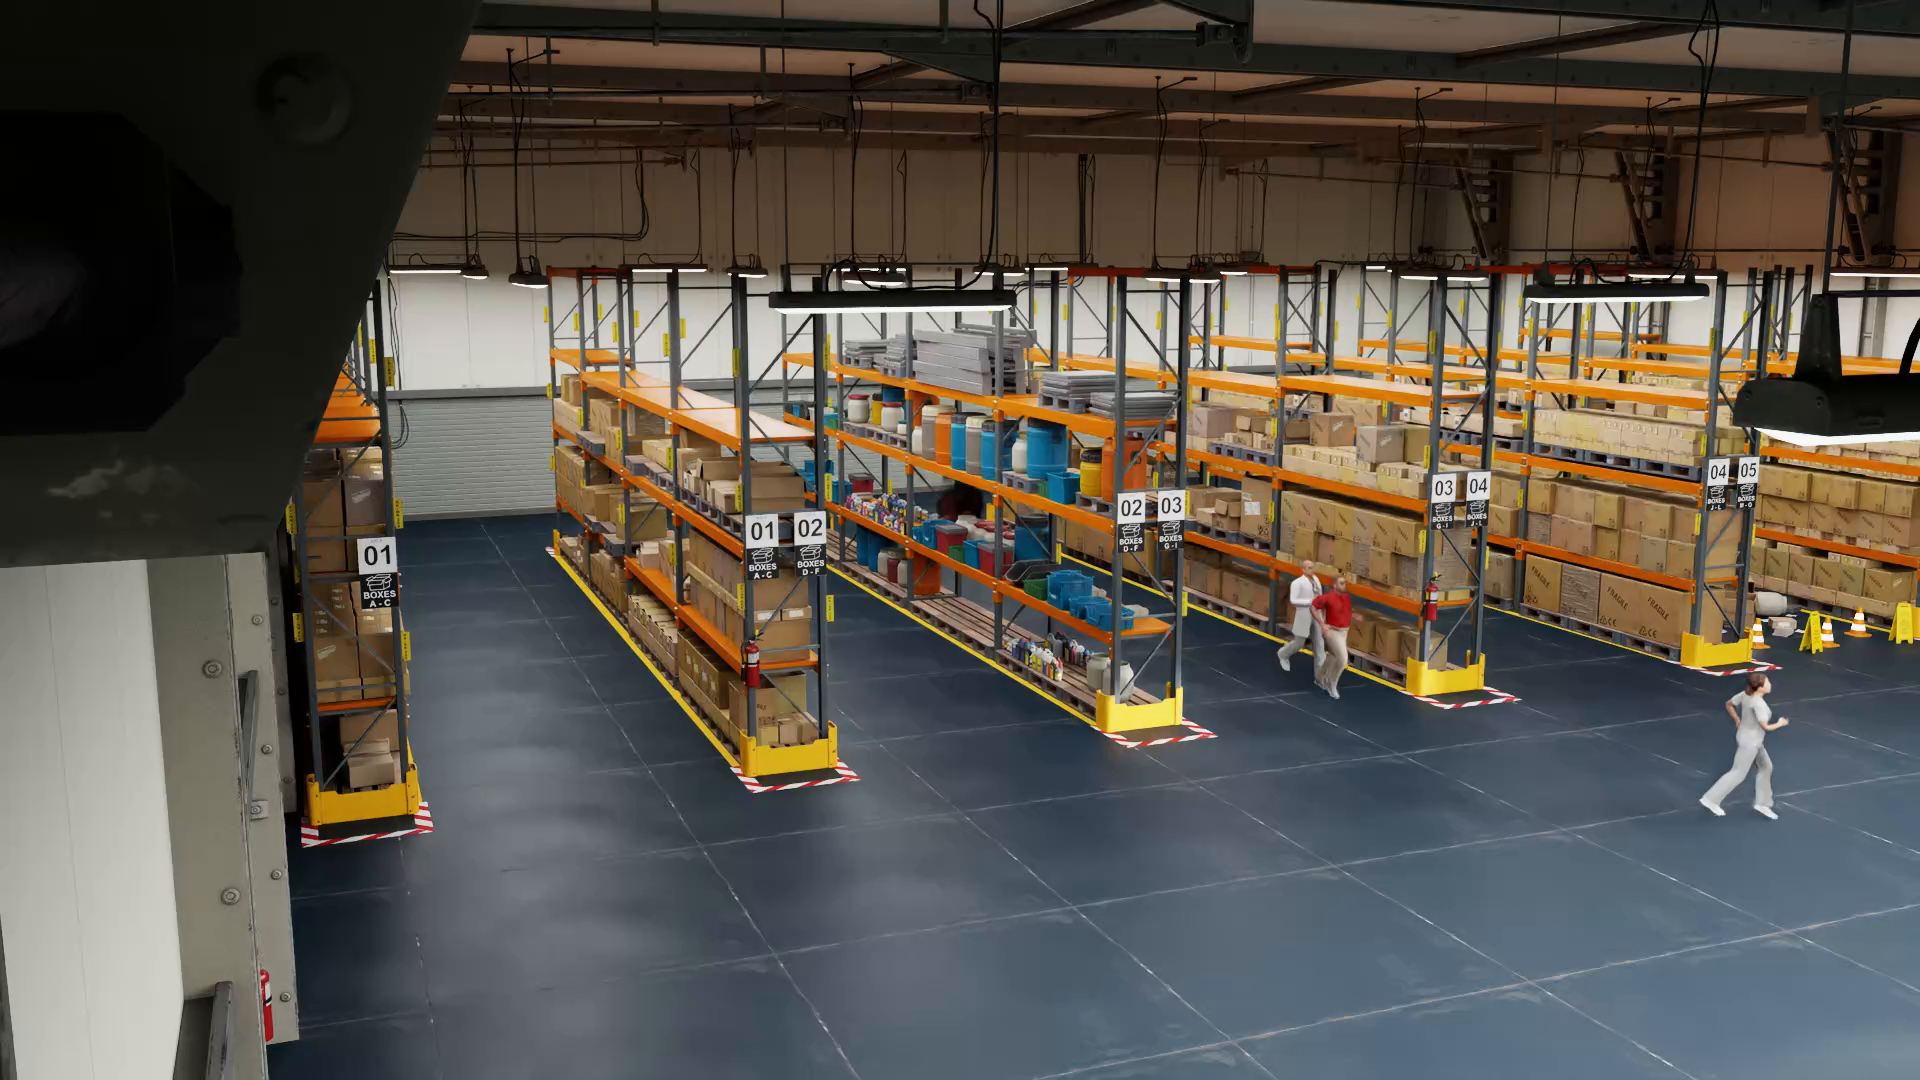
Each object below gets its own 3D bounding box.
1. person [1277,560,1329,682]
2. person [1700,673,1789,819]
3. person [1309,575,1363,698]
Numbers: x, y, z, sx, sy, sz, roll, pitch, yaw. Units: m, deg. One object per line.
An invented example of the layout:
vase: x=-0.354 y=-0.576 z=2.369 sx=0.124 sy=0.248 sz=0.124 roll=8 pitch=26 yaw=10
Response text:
person: x=5.162 y=1.167 z=24.718 sx=0.714 sy=1.755 sz=1.049 roll=-6 pitch=11 yaw=-30
person: x=8.770 y=2.307 z=18.619 sx=0.902 sy=1.708 sz=0.575 roll=2 pitch=10 yaw=9
person: x=5.399 y=1.391 z=23.830 sx=0.635 sy=1.780 sz=0.759 roll=-9 pitch=13 yaw=-42
